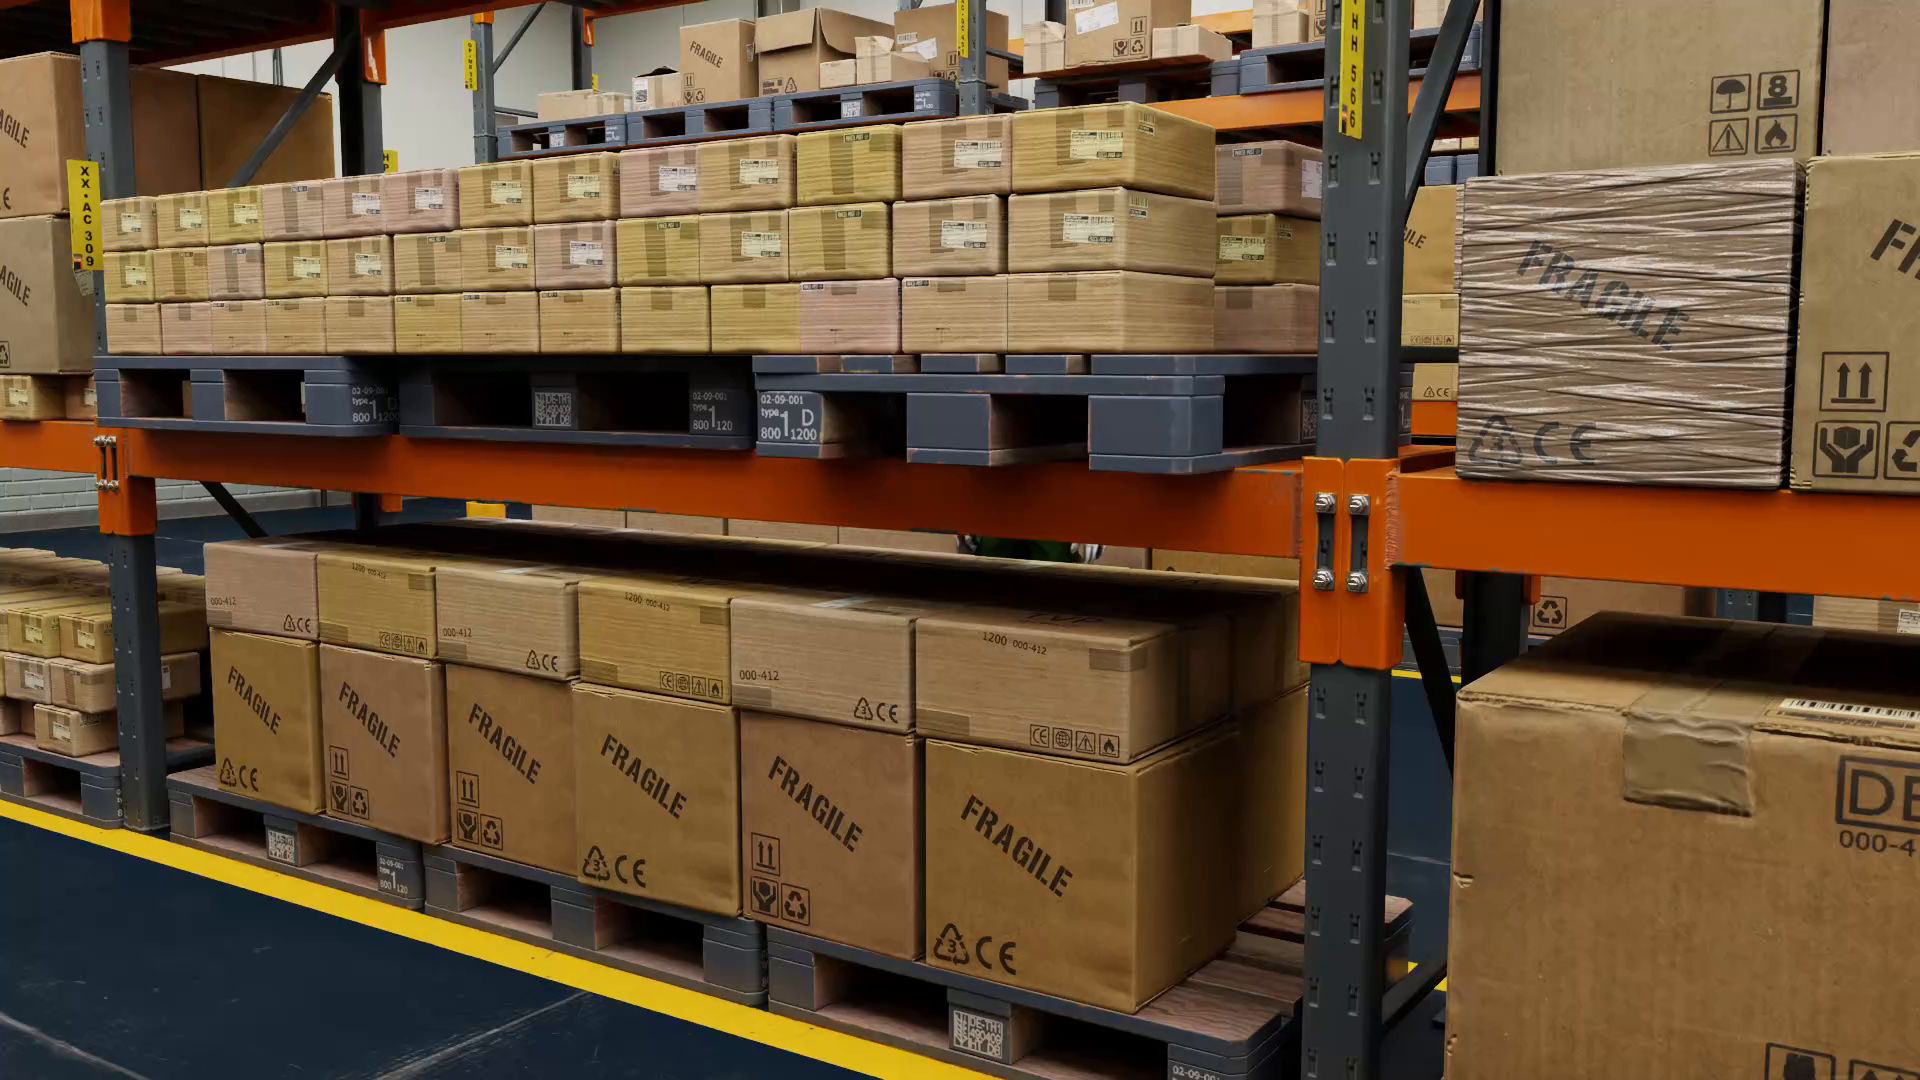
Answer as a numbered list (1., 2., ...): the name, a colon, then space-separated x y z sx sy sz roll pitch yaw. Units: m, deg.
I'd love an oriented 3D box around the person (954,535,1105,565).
1. person: 0.263 -0.065 6.242 0.620 1.780 0.447 4 7 30
